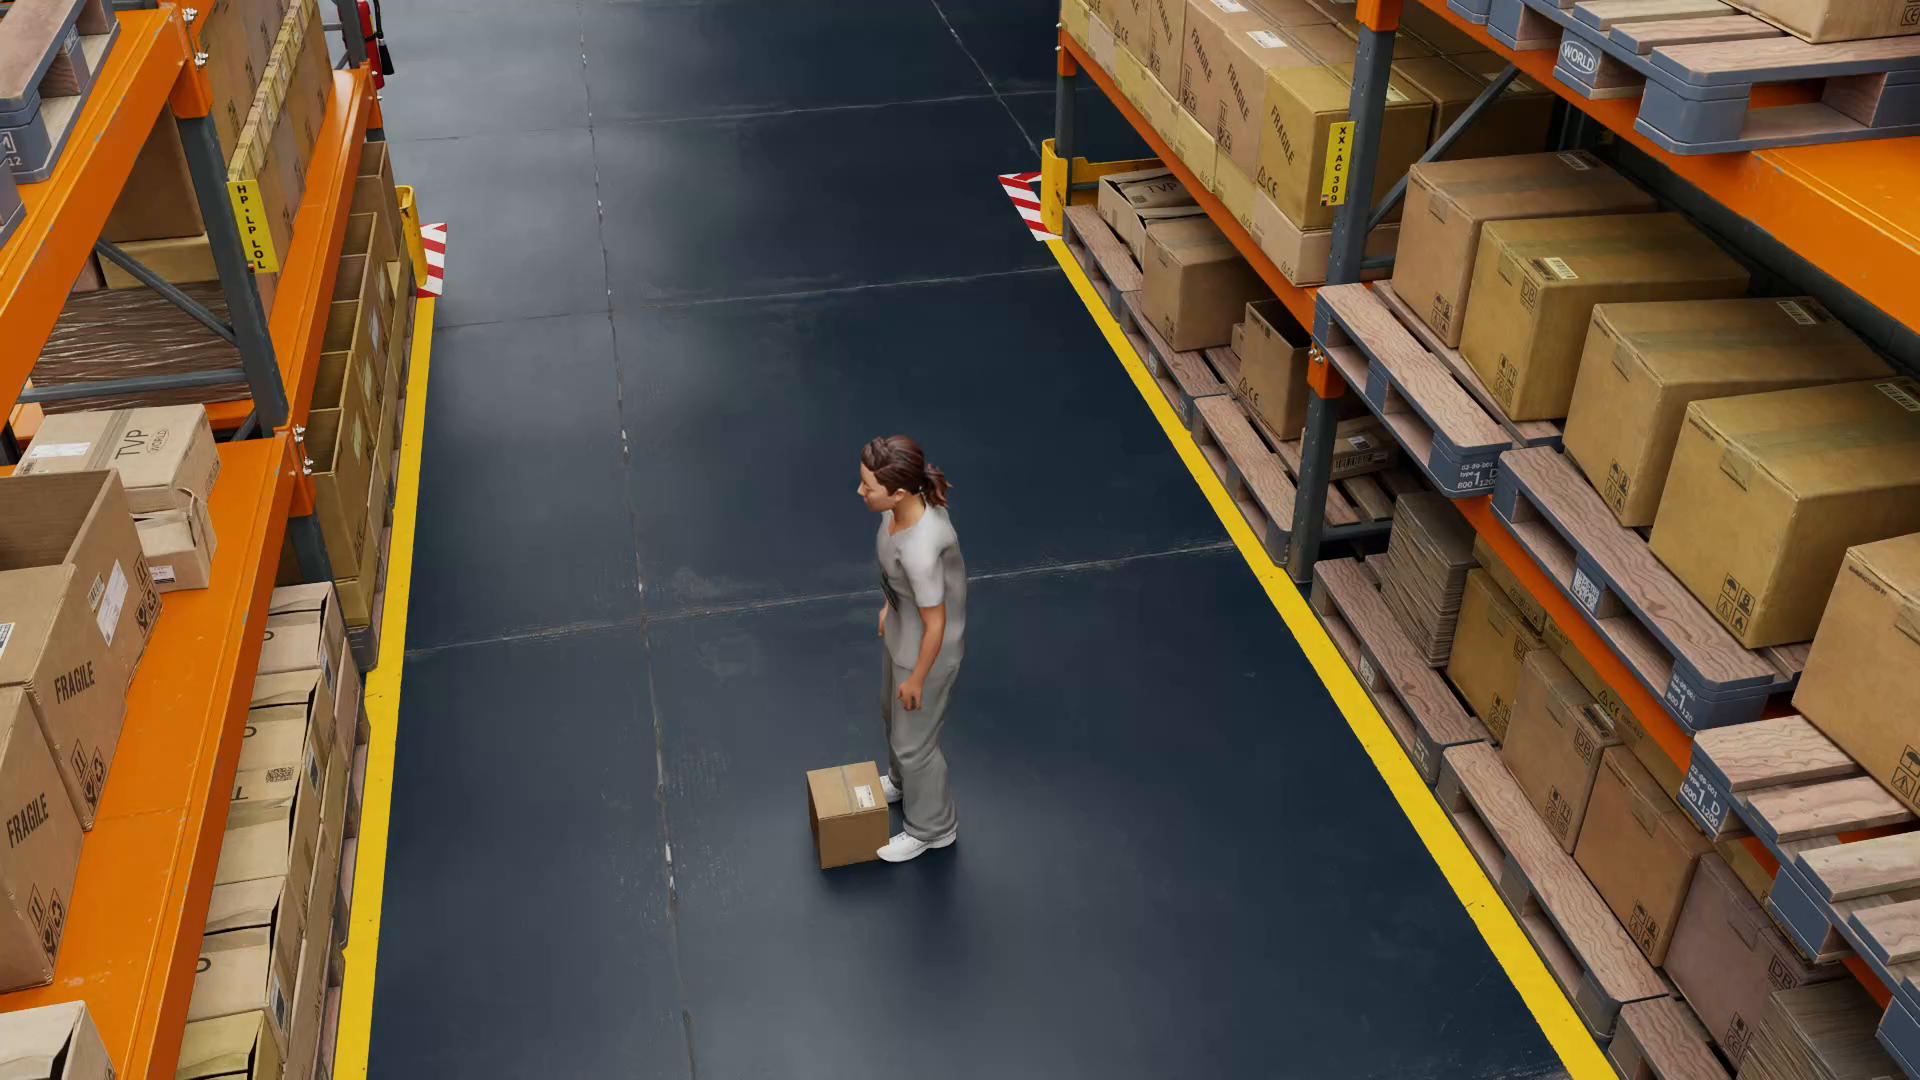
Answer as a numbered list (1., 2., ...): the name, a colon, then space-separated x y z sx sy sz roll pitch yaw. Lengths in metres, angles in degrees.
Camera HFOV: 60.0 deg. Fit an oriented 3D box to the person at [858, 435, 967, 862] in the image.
1. person: -0.164 0.361 5.618 0.357 1.673 0.486 -7 35 -10
